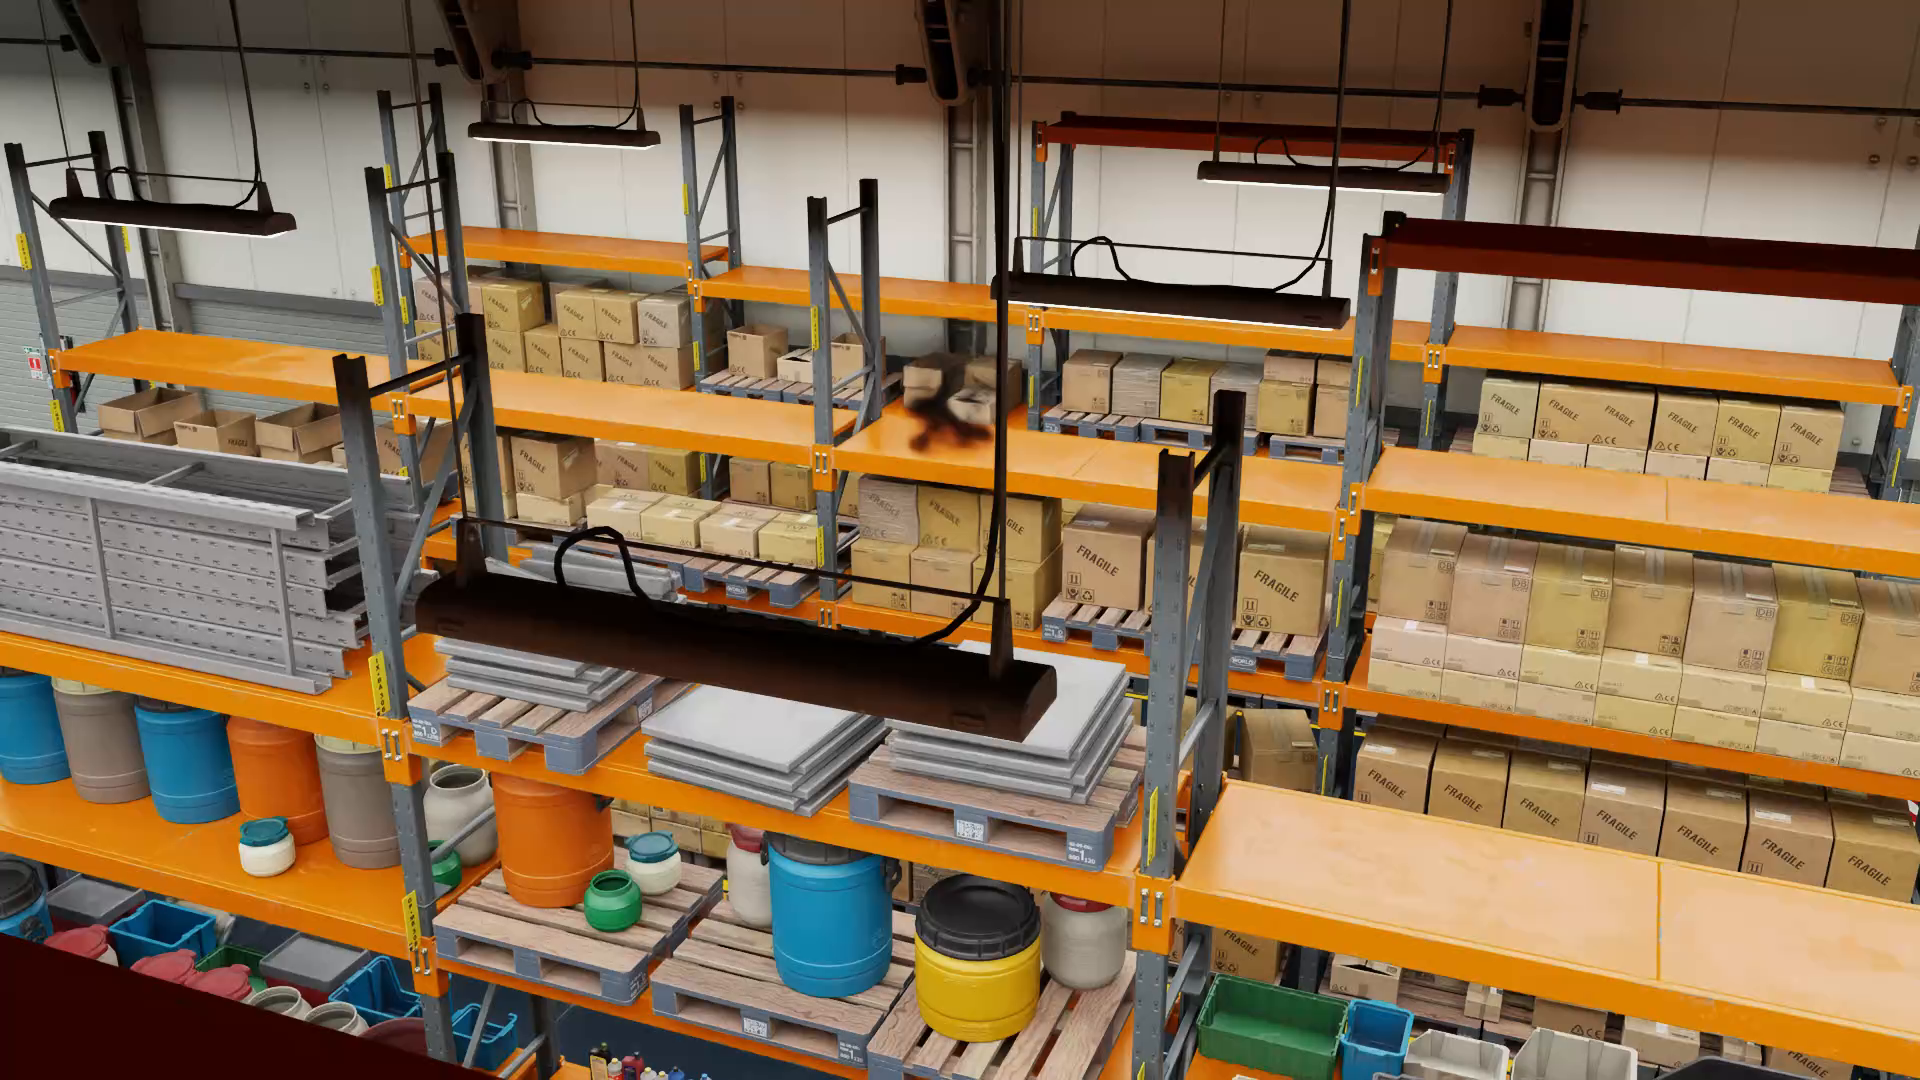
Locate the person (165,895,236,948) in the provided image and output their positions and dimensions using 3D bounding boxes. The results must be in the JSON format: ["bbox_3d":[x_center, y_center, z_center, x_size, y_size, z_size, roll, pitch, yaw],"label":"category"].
[{"bbox_3d":[-6.136,2.528,13.394,0.628,1.673,0.661,5,21,12],"label":"person"}]
